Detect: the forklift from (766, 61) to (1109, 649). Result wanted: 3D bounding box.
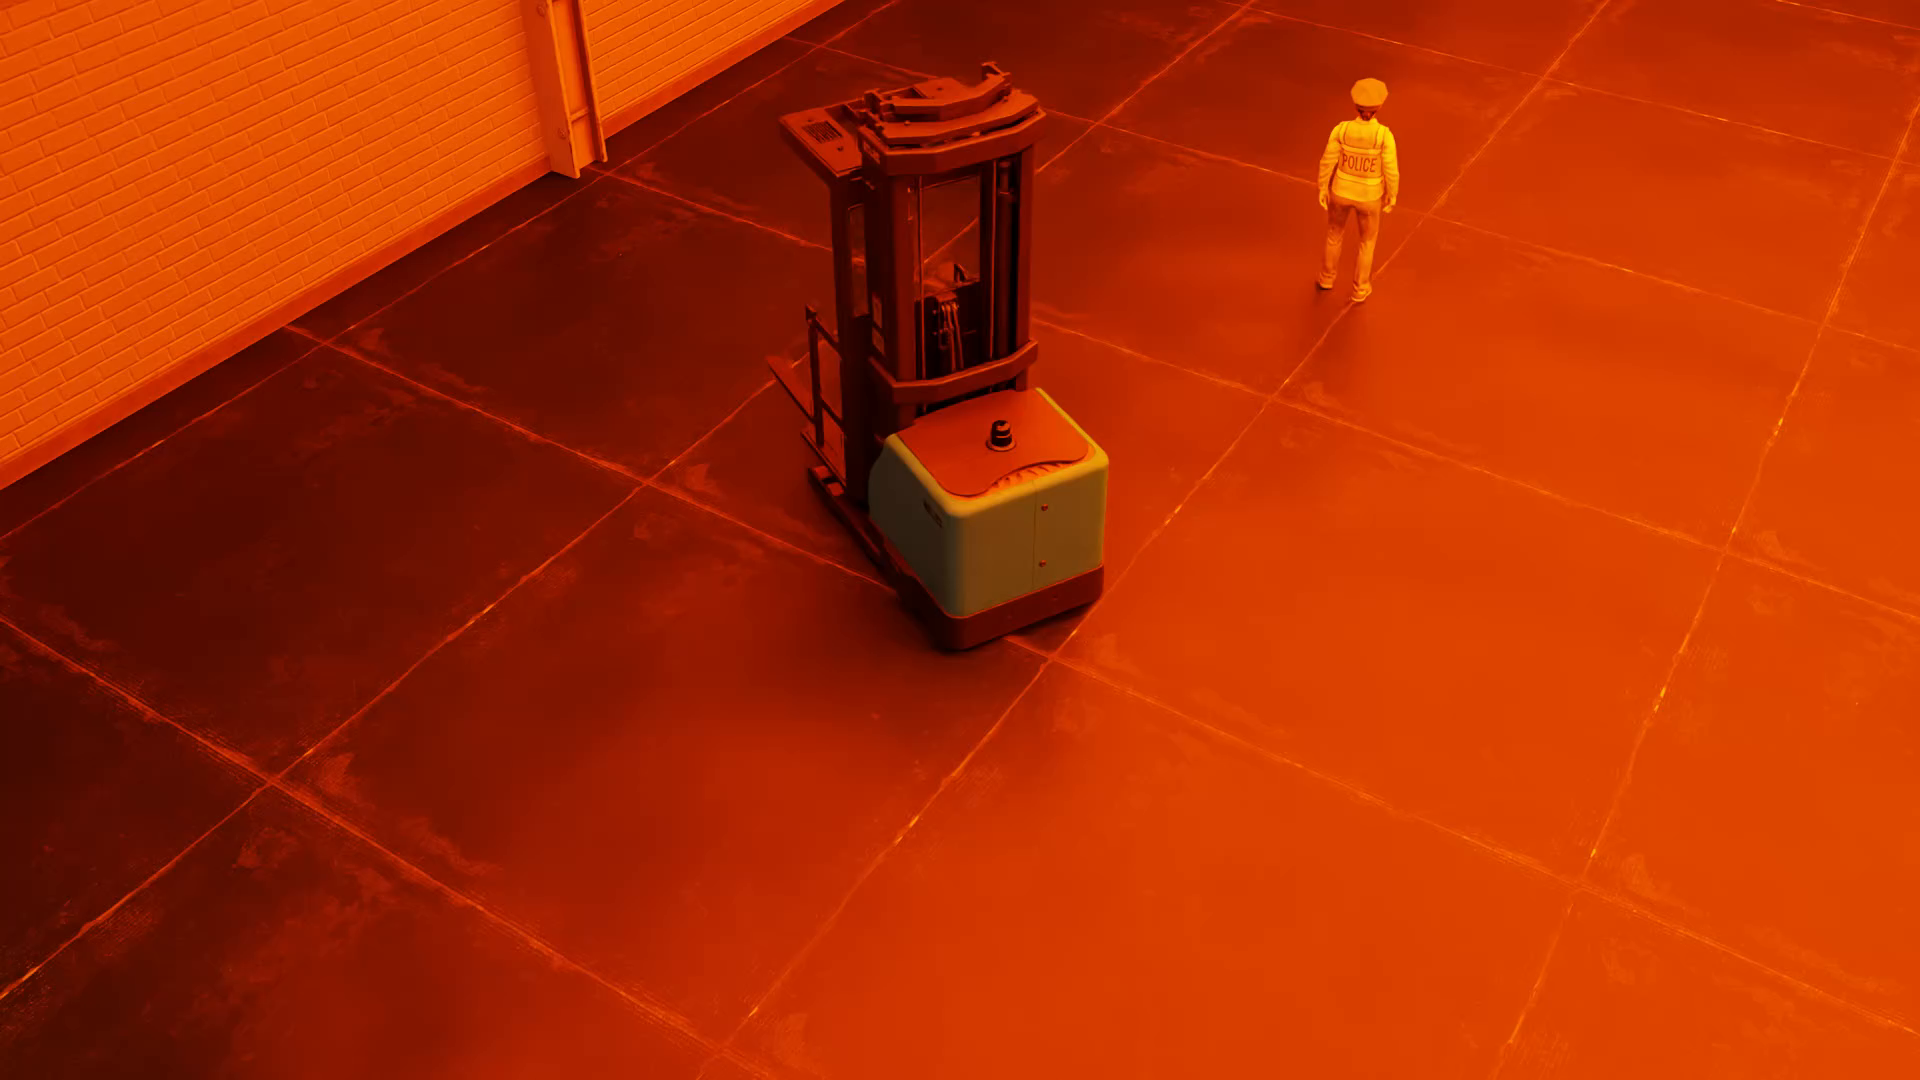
[{"bbox_3d":[-0.311,-1.442,9.669,1.130,2.935,3.031,-19,44,-21],"label":"forklift"}]

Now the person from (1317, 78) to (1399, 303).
[{"bbox_3d":[2.850,-2.495,11.898,0.567,1.713,0.452,16,43,18],"label":"person"}]
